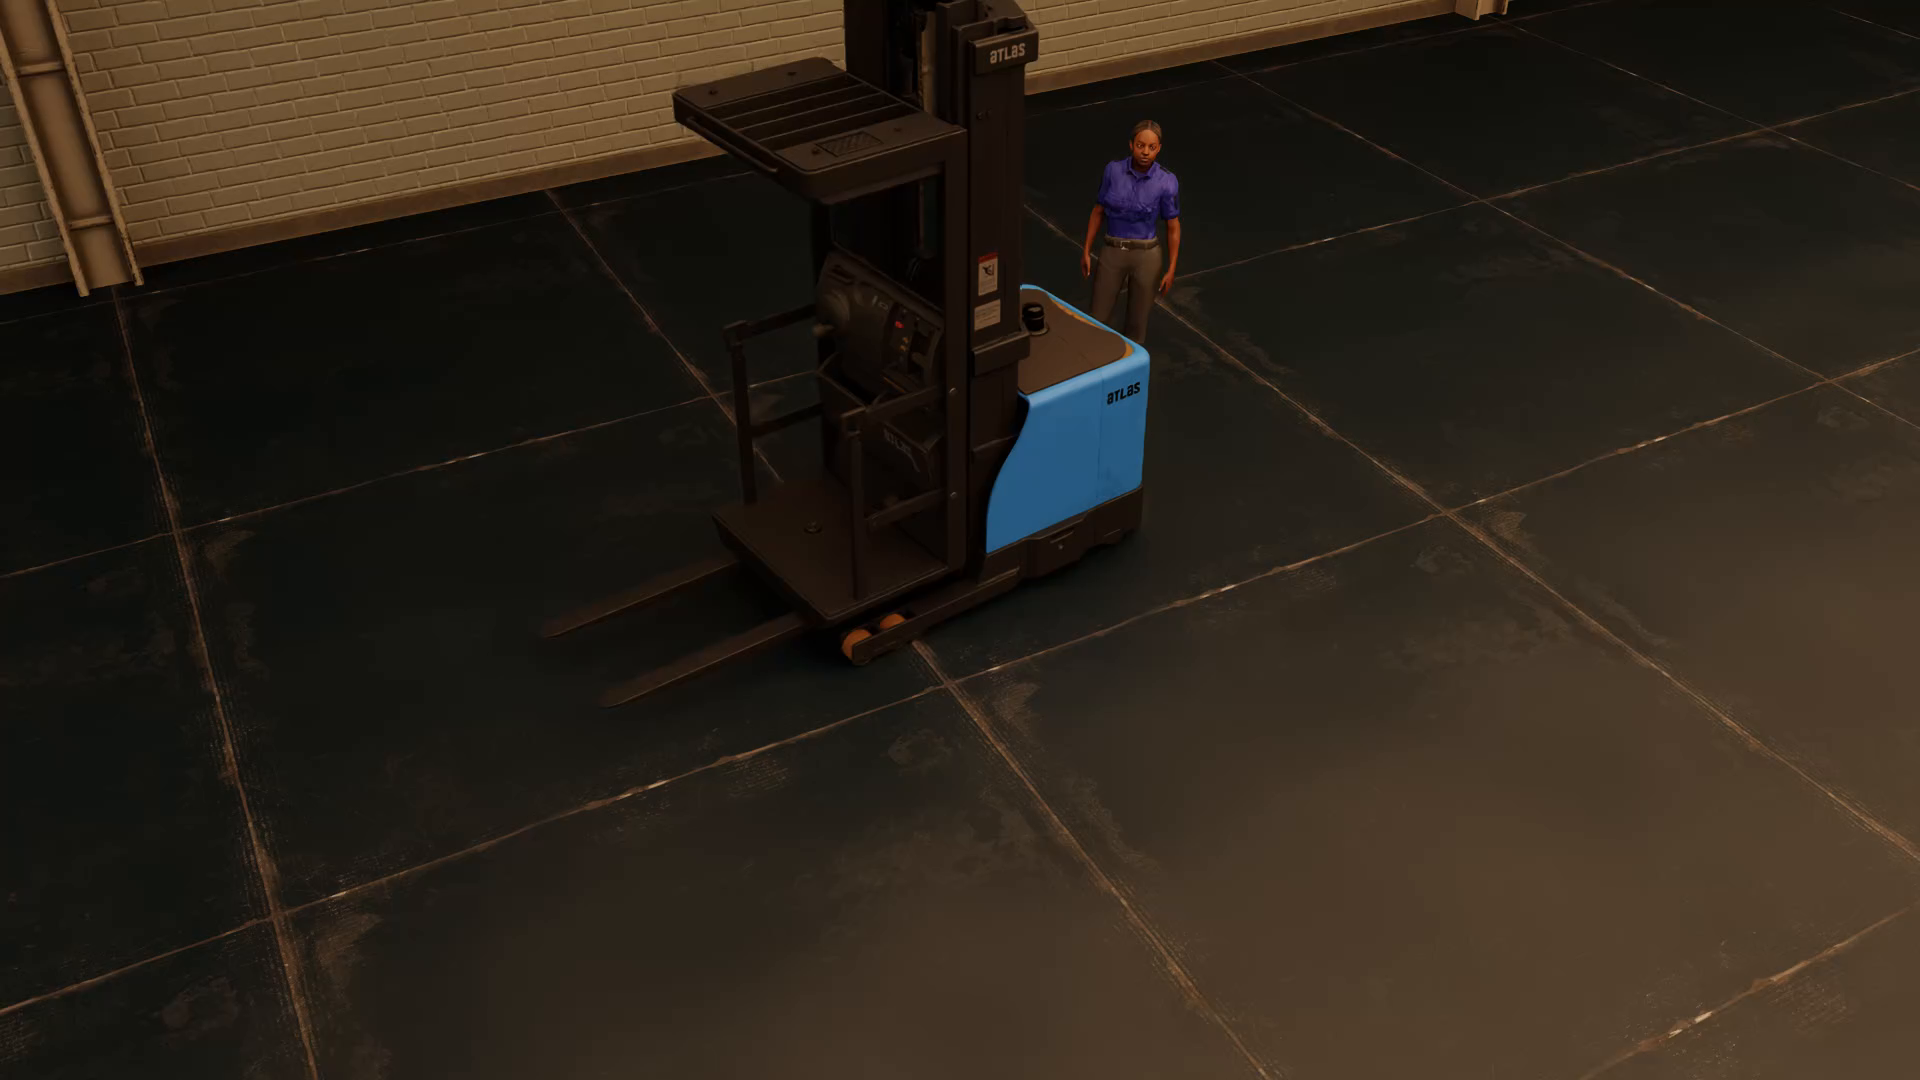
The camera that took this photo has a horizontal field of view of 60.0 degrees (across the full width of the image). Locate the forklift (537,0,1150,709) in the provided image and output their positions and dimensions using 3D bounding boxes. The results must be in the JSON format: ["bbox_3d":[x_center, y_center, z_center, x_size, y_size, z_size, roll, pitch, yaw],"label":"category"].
[{"bbox_3d":[-0.540,-0.957,7.476,3.031,2.935,1.130,-23,41,-29],"label":"forklift"}]

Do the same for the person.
[{"bbox_3d":[0.928,-1.526,9.375,0.569,1.654,0.504,9,36,13],"label":"person"}]
